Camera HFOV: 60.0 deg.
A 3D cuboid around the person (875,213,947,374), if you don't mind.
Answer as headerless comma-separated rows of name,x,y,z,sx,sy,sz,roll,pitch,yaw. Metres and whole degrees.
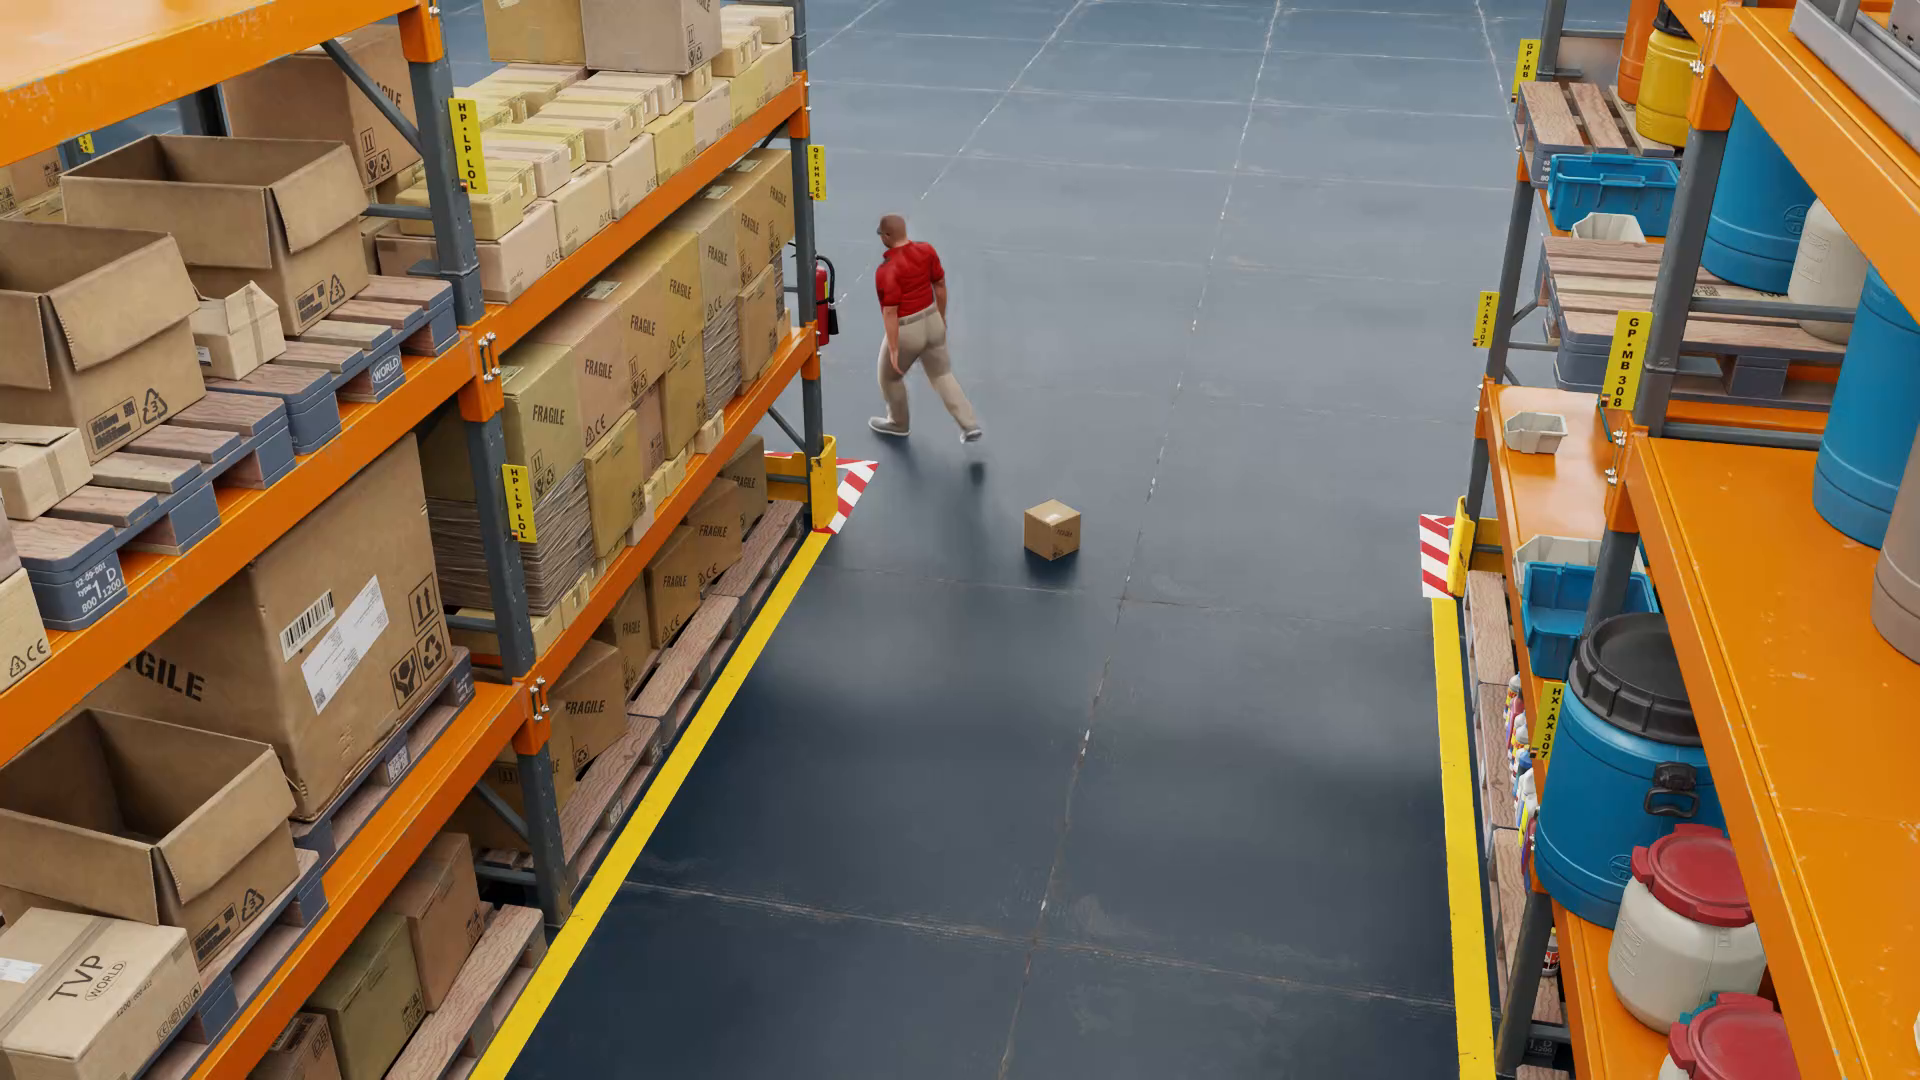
person,-0.348,-1.693,11.113,0.314,1.058,0.632,24,37,36
